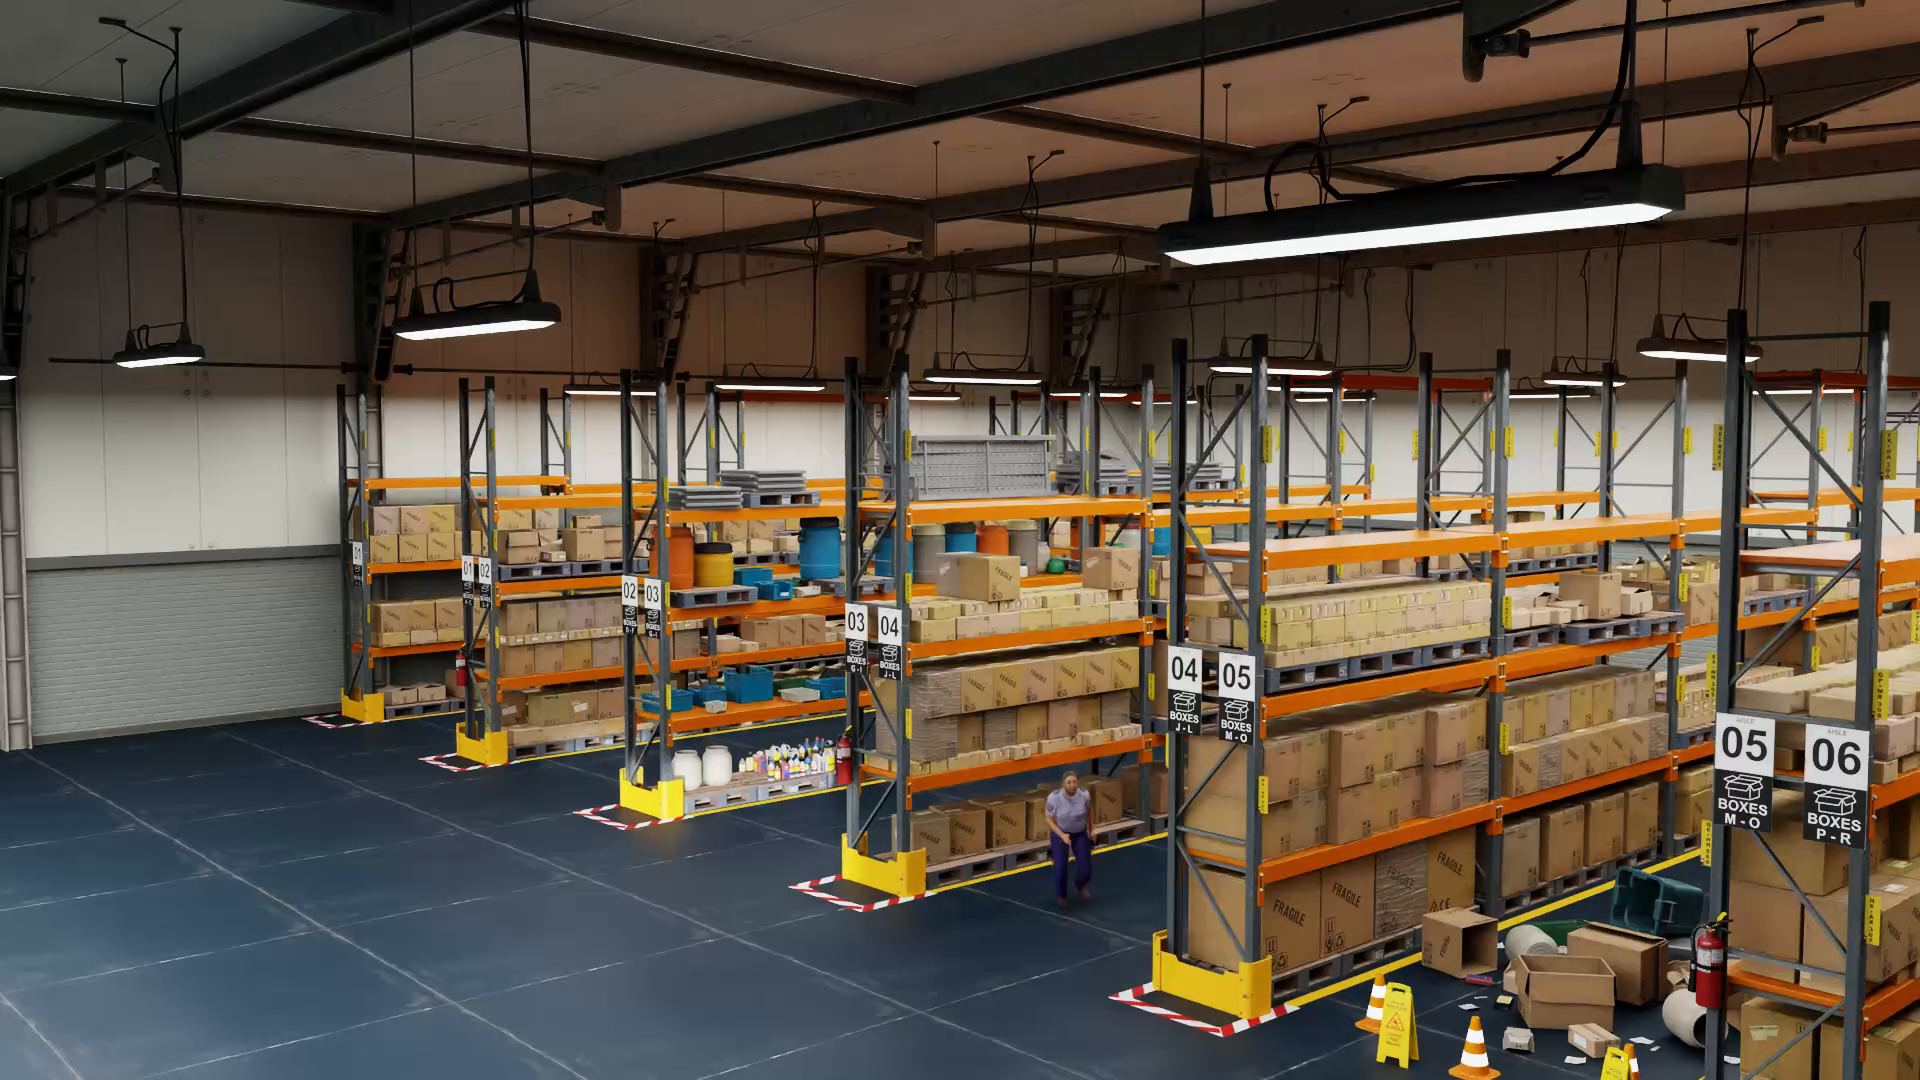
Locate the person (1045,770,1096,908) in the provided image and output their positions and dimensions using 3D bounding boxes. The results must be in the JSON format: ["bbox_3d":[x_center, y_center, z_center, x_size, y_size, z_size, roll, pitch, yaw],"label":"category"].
[{"bbox_3d":[1.193,3.245,17.879,0.583,1.612,0.739,0,4,-4],"label":"person"}]
